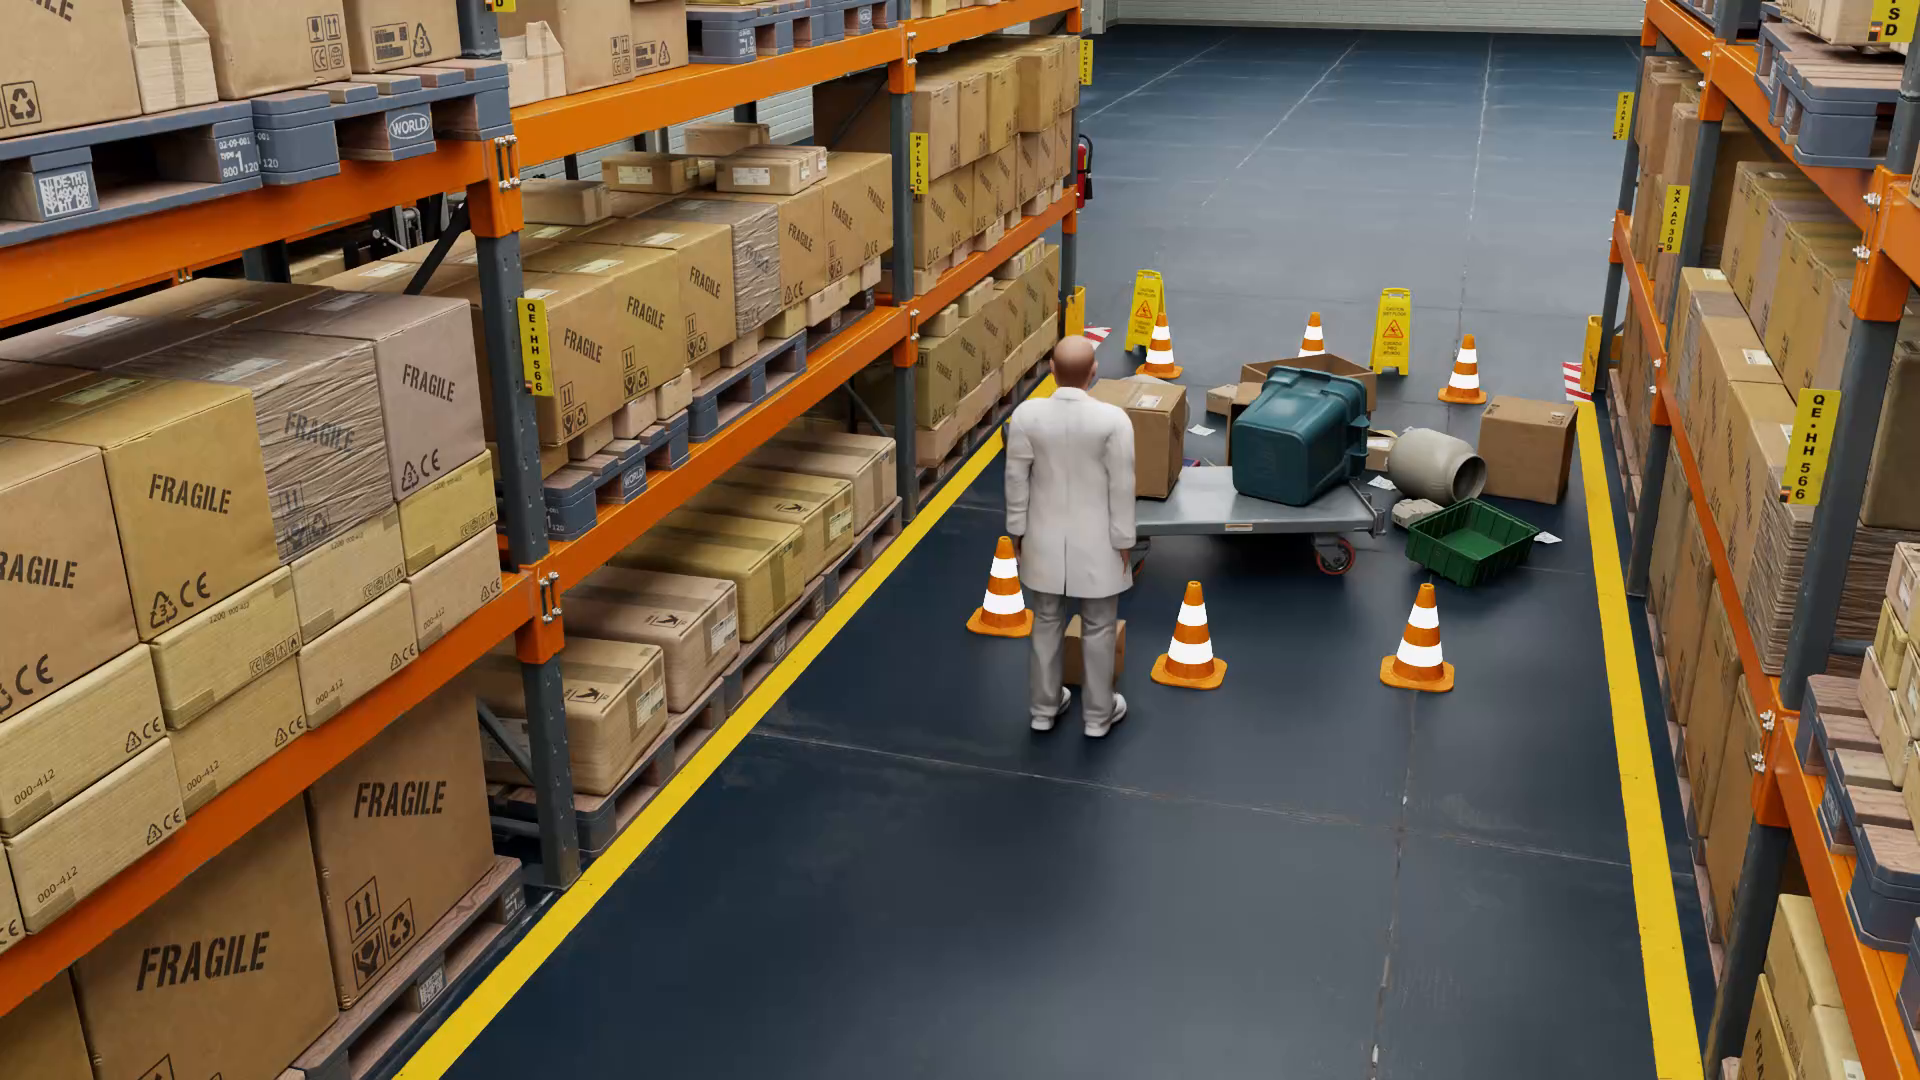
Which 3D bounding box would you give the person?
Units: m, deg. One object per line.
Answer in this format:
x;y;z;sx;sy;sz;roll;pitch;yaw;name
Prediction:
0.489;-0.027;7.142;0.574;1.784;0.410;7;23;16;person
